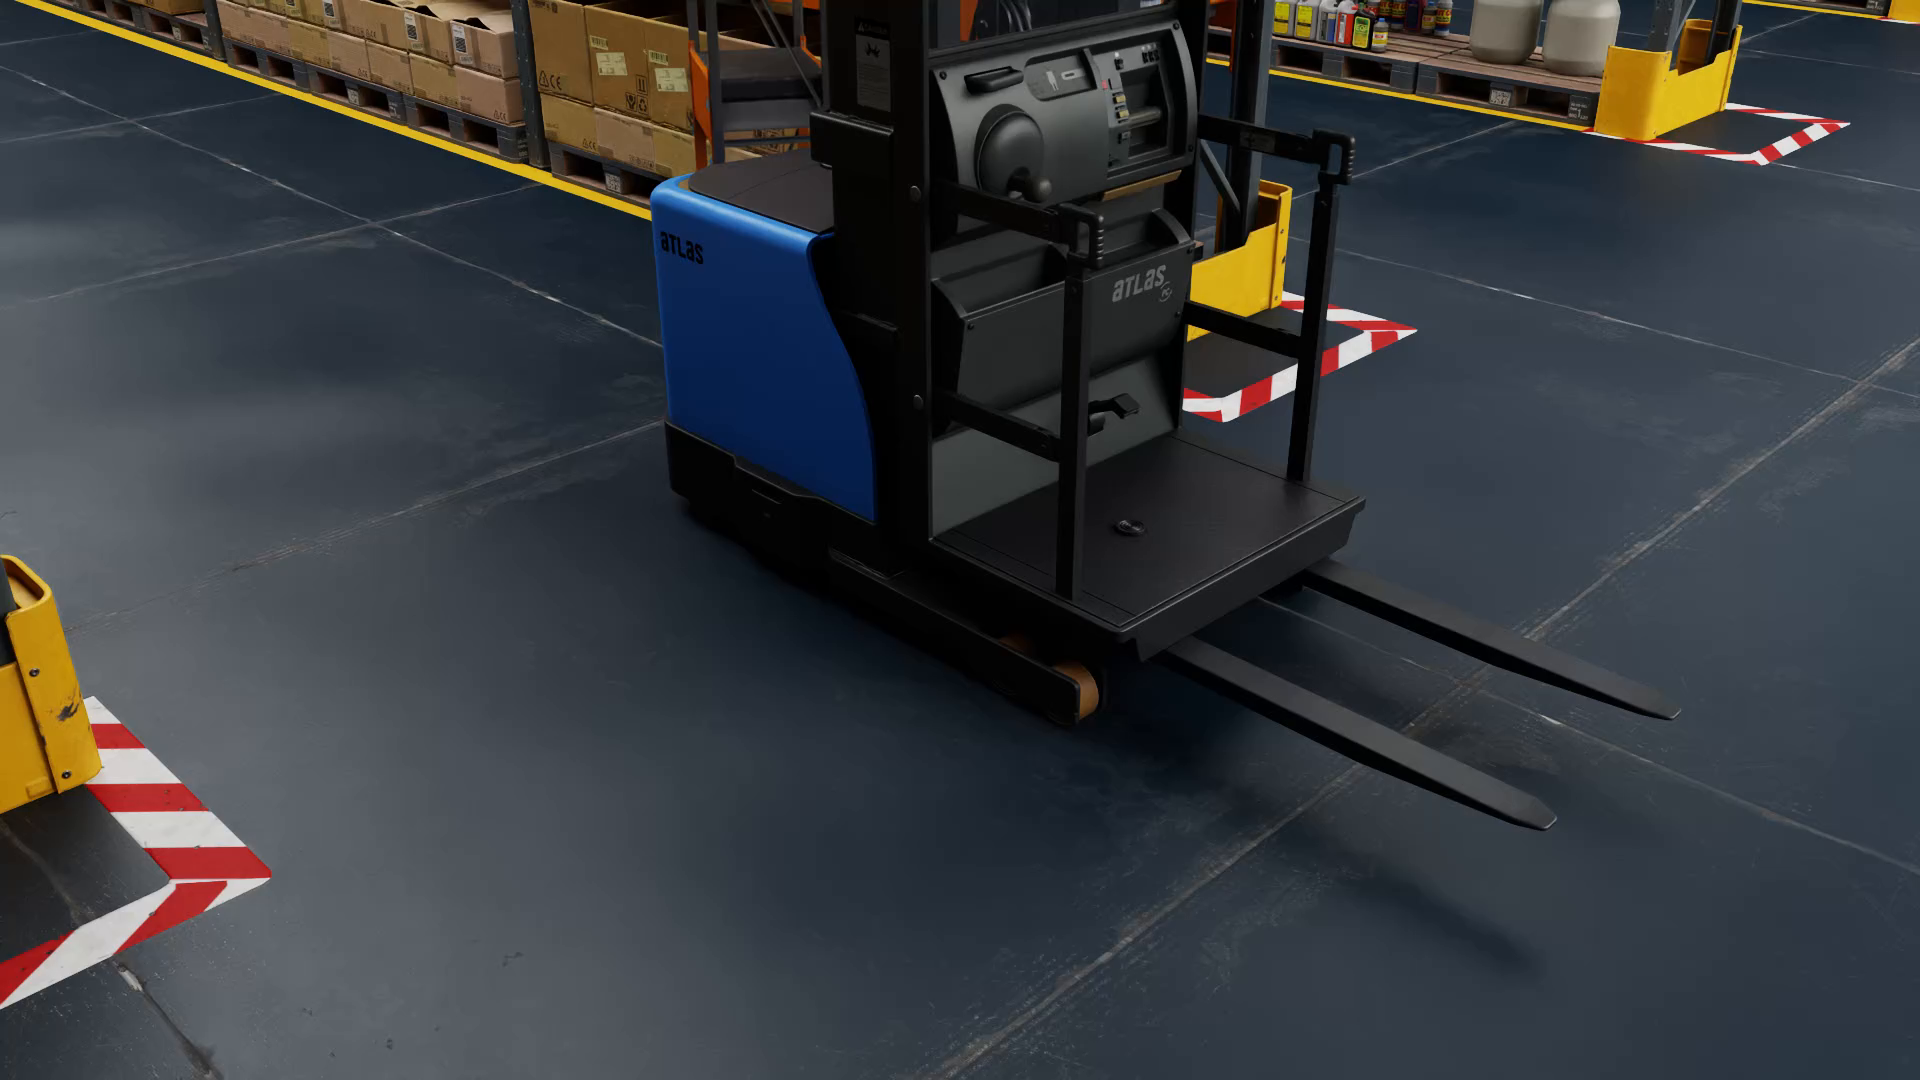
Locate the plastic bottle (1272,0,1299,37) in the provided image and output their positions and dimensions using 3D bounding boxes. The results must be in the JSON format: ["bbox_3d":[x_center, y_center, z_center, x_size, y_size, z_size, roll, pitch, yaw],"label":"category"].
[{"bbox_3d":[2.218,-3.600,11.247,0.185,0.351,0.144,24,36,38],"label":"plastic bottle"}]

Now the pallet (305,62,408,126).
[{"bbox_3d":[-3.407,-2.928,10.591,1.213,0.211,1.003,25,36,38],"label":"pallet"}]

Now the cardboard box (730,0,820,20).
[{"bbox_3d":[-0.789,-2.430,8.345,0.500,0.500,0.500,25,36,38],"label":"cardboard box"}]

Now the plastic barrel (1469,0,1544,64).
[{"bbox_3d":[3.467,-3.312,10.547,0.421,0.512,0.421,0,28,0],"label":"plastic barrel"}]

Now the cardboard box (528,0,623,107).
[{"bbox_3d":[-1.869,-2.582,8.635,0.500,0.500,0.500,25,36,38],"label":"cardboard box"}]

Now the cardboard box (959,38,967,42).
[{"bbox_3d":[-0.078,-2.102,7.722,0.500,0.500,0.500,25,36,38],"label":"cardboard box"}]

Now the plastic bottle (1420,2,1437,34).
[{"bbox_3d":[3.199,-3.559,11.329,0.097,0.201,0.097,0,28,0],"label":"plastic bottle"}]

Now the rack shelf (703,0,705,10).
[{"bbox_3d":[-0.673,-2.029,5.372,0.431,0.518,0.480,-7,28,-14],"label":"rack shelf"}]

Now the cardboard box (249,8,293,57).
[{"bbox_3d":[-4.306,-3.378,10.955,0.500,0.250,0.500,23,36,37],"label":"cardboard box"}]

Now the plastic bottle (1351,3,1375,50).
[{"bbox_3d":[2.635,-3.352,10.848,0.061,0.283,0.133,-24,36,-38],"label":"plastic bottle"}]

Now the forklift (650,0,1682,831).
[{"bbox_3d":[0.441,-1.087,4.169,1.130,2.935,3.031,-24,36,-38],"label":"forklift"}]

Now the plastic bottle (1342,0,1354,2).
[{"bbox_3d":[2.740,-3.769,11.729,0.097,0.201,0.097,0,28,0],"label":"plastic bottle"}]

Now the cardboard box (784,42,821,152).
[{"bbox_3d":[-0.442,-1.930,7.394,0.500,0.500,0.500,25,36,38],"label":"cardboard box"}]

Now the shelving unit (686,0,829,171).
[{"bbox_3d":[-0.677,-1.420,5.689,0.431,2.100,0.503,-7,28,-14],"label":"shelving unit"}]

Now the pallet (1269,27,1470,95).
[{"bbox_3d":[2.819,-3.314,11.325,1.213,0.211,1.003,25,36,38],"label":"pallet"}]

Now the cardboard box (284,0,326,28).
[{"bbox_3d":[-3.922,-3.455,10.497,0.500,0.311,0.500,23,36,37],"label":"cardboard box"}]

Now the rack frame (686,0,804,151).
[{"bbox_3d":[-0.743,-1.529,5.897,0.400,2.100,0.015,-7,28,-14],"label":"rack frame"}]

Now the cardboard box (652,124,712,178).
[{"bbox_3d":[-1.156,-1.924,8.189,0.500,0.250,0.500,25,36,38],"label":"cardboard box"}]

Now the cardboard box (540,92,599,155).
[{"bbox_3d":[-1.862,-2.253,8.816,0.500,0.250,0.500,25,36,38],"label":"cardboard box"}]

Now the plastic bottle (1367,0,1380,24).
[{"bbox_3d":[2.887,-3.702,11.601,0.097,0.201,0.097,0,28,0],"label":"plastic bottle"}]

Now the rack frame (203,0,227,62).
[{"bbox_3d":[-4.832,-4.842,11.235,0.127,3.000,1.000,25,36,38],"label":"rack frame"}]

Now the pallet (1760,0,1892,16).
[{"bbox_3d":[7.211,-4.585,13.743,1.213,0.211,1.003,25,36,38],"label":"pallet"}]

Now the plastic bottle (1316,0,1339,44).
[{"bbox_3d":[2.471,-3.453,11.049,0.135,0.276,0.152,23,36,37],"label":"plastic bottle"}]

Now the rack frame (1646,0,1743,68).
[{"bbox_3d":[4.348,-3.874,9.394,0.127,3.000,1.000,25,36,38],"label":"rack frame"}]

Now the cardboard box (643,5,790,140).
[{"bbox_3d":[-1.156,-2.256,8.014,0.500,0.500,0.500,25,36,38],"label":"cardboard box"}]

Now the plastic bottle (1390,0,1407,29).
[{"bbox_3d":[3.029,-3.668,11.461,0.097,0.271,0.097,0,28,0],"label":"plastic bottle"}]

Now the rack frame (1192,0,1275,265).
[{"bbox_3d":[0.872,-2.231,6.270,0.127,3.000,1.000,25,36,38],"label":"rack frame"}]

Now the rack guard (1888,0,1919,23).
[{"bbox_3d":[7.766,-4.436,13.149,0.348,0.500,1.175,25,36,38],"label":"rack guard"}]

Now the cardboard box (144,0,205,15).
[{"bbox_3d":[-5.664,-4.157,12.146,0.500,0.500,0.500,-24,36,-37],"label":"cardboard box"}]

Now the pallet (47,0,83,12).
[{"bbox_3d":[-7.078,-4.660,13.885,1.213,0.211,1.003,25,36,38],"label":"pallet"}]

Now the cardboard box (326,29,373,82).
[{"bbox_3d":[-3.565,-3.043,10.318,0.500,0.250,0.500,-24,36,-38],"label":"cardboard box"}]

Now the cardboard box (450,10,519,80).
[{"bbox_3d":[-2.470,-2.791,9.235,0.500,0.311,0.500,25,36,38],"label":"cardboard box"}]

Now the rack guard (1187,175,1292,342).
[{"bbox_3d":[0.889,-1.117,6.837,0.348,0.500,1.175,25,36,38],"label":"rack guard"}]

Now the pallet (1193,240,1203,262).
[{"bbox_3d":[0.298,-1.233,7.367,1.213,0.211,1.003,25,36,38],"label":"pallet"}]

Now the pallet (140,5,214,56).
[{"bbox_3d":[-5.338,-3.864,12.371,1.213,0.211,1.003,25,36,38],"label":"pallet"}]

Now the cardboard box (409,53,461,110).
[{"bbox_3d":[-2.838,-2.710,9.684,0.500,0.250,0.500,24,36,38],"label":"cardboard box"}]

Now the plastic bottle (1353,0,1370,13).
[{"bbox_3d":[2.644,-3.447,11.028,0.133,0.283,0.061,25,36,38],"label":"plastic bottle"}]

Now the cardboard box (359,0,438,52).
[{"bbox_3d":[-3.199,-3.122,9.865,0.500,0.311,0.500,24,36,38],"label":"cardboard box"}]

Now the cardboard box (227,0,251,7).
[{"bbox_3d":[-4.665,-3.790,11.136,0.500,0.311,0.500,-24,36,-38],"label":"cardboard box"}]
